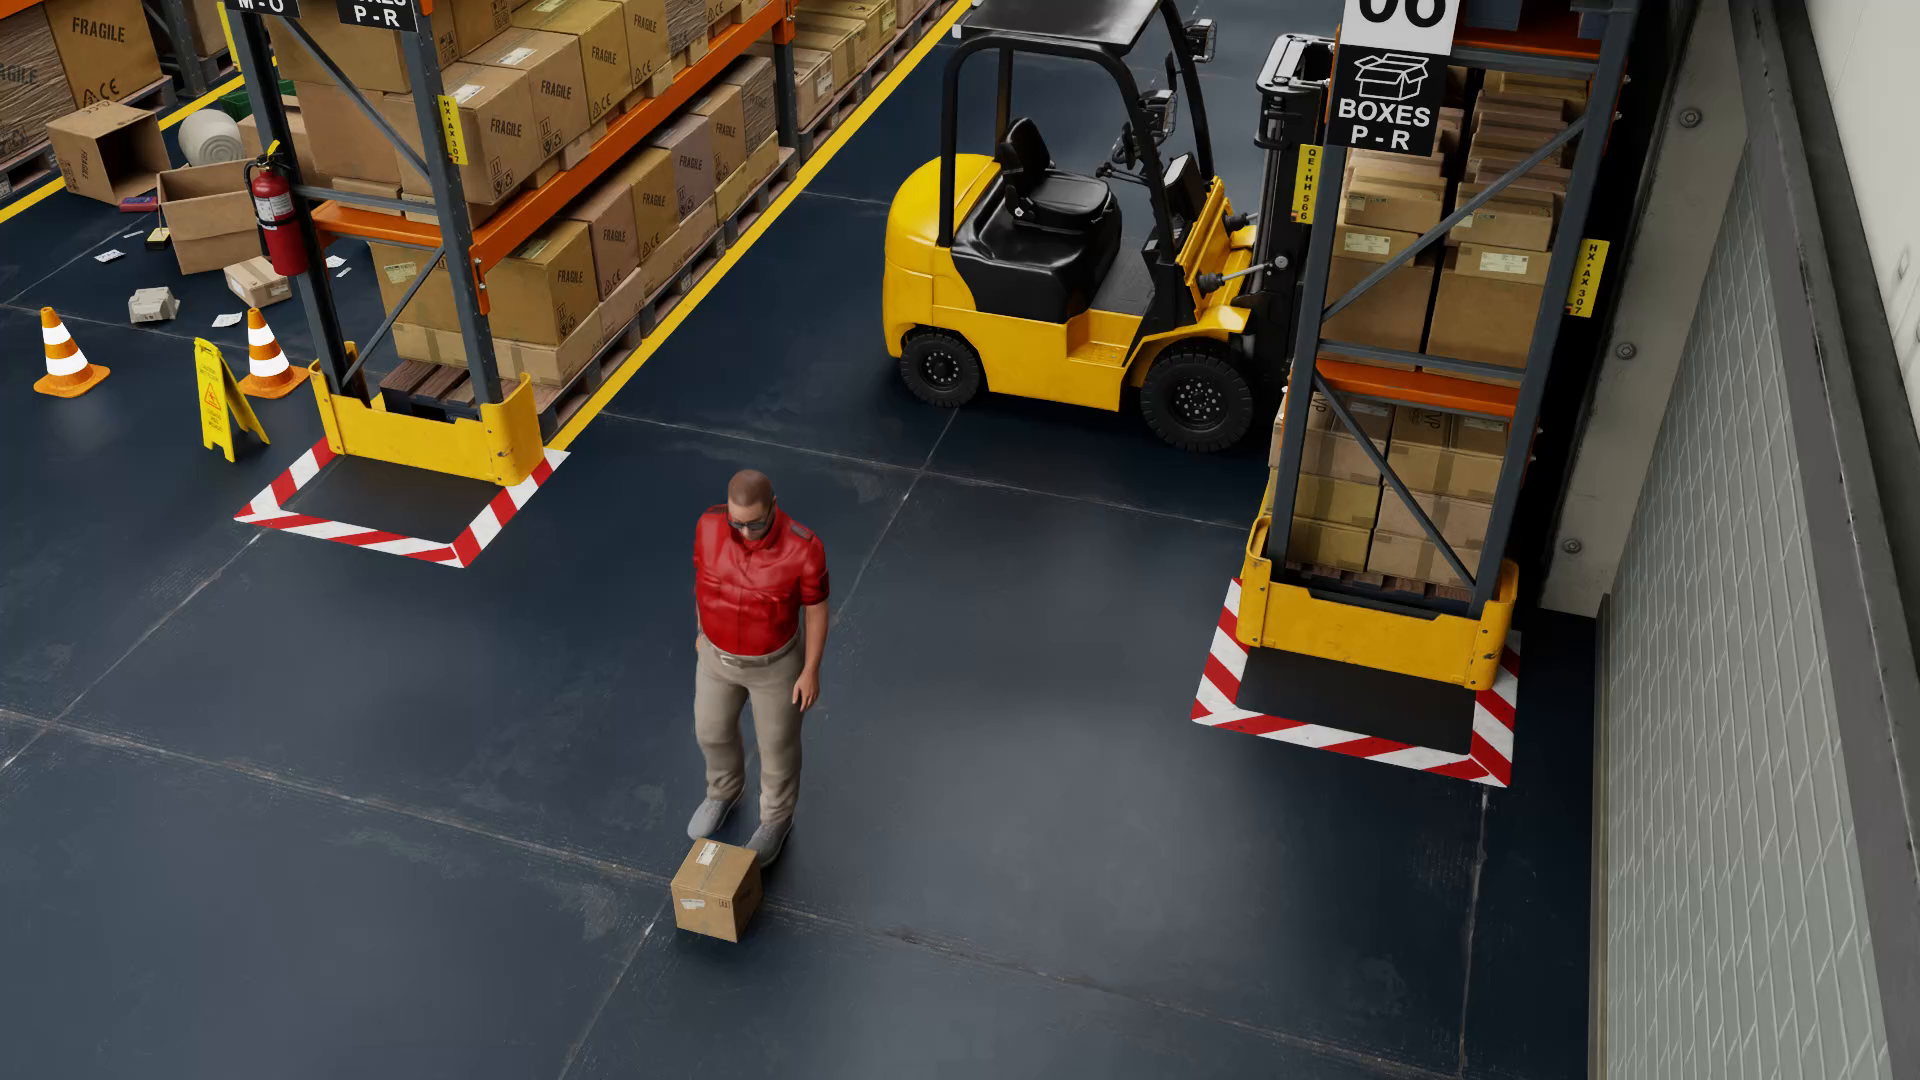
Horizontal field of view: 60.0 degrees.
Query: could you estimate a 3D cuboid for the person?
[{"bbox_3d":[-0.805,0.503,6.249,0.605,1.783,0.477,10,38,14],"label":"person"}]
